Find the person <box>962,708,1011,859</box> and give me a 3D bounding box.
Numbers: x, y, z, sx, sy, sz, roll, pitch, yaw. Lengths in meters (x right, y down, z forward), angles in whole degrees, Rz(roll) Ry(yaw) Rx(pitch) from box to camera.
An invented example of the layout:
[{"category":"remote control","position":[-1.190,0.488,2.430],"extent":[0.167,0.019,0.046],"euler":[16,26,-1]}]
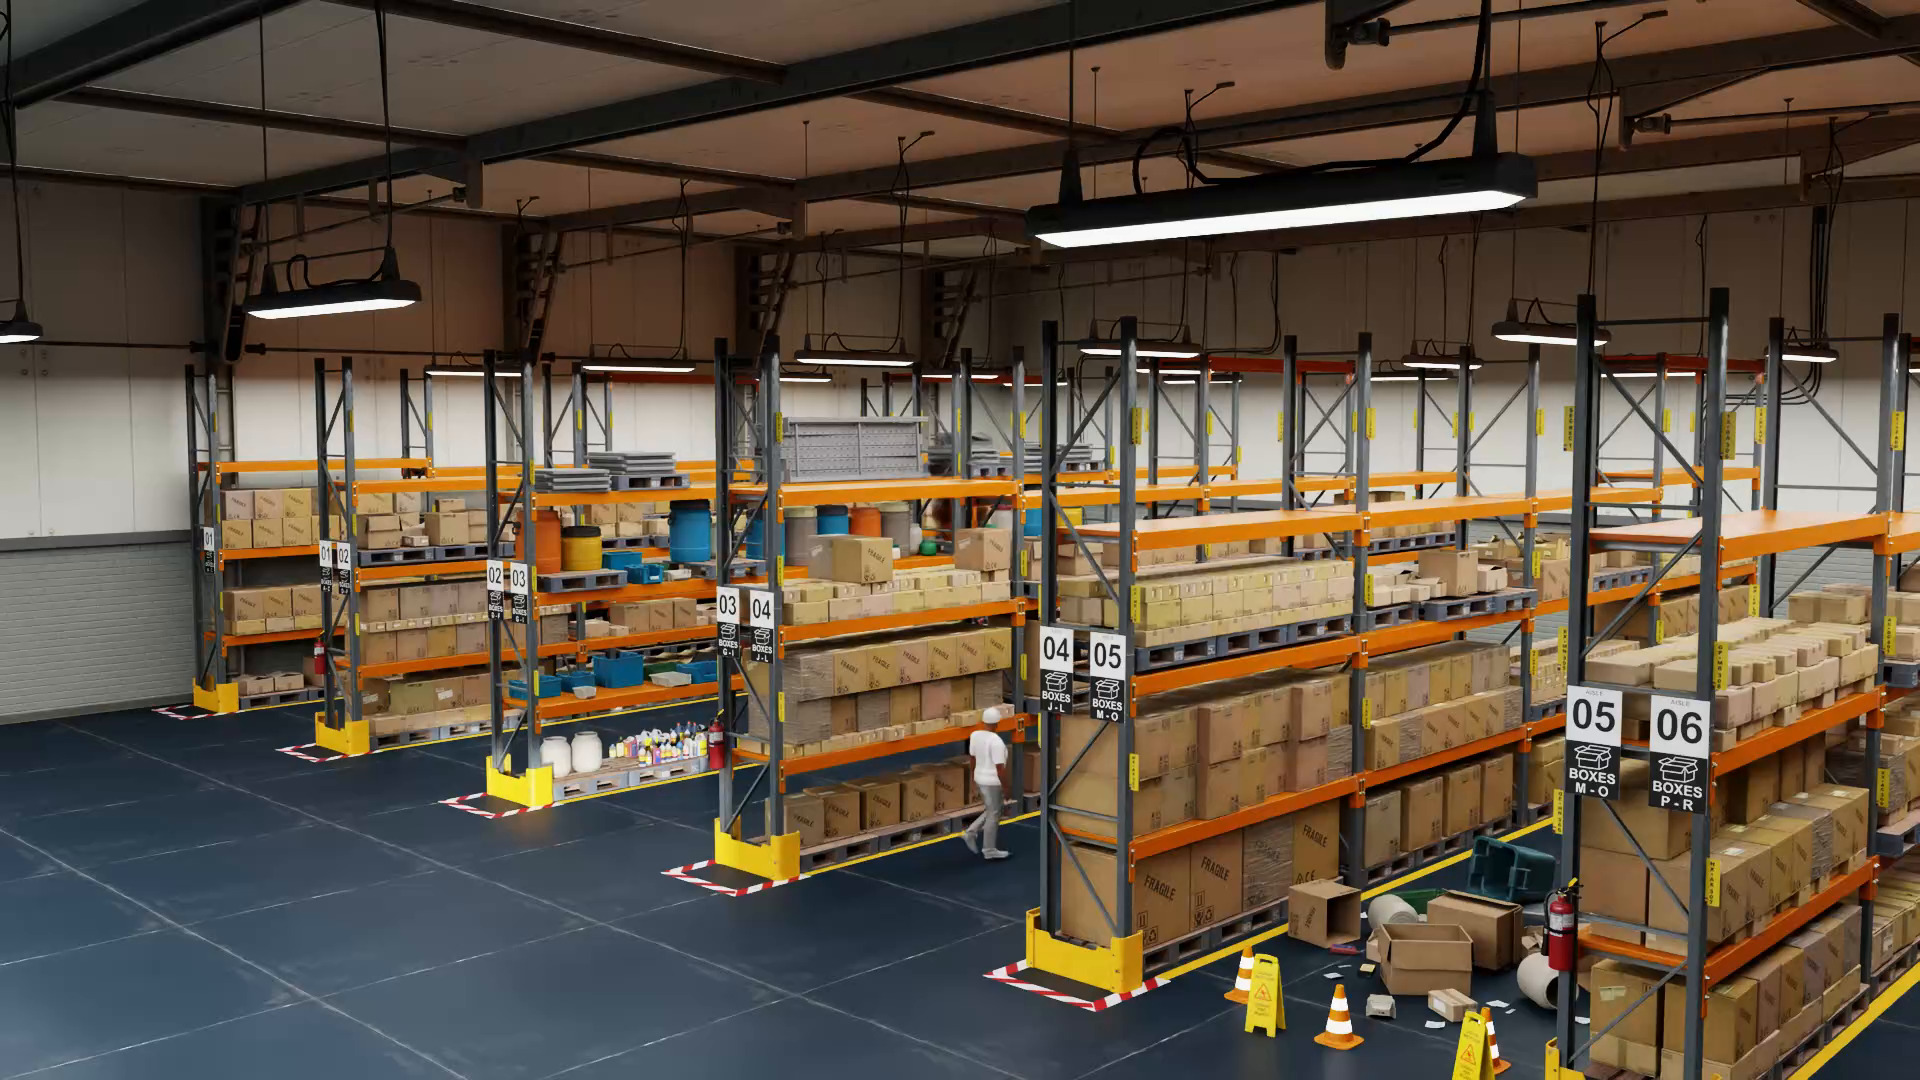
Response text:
[{"category":"person","position":[0.313,2.803,19.152],"extent":[0.544,1.759,0.542],"euler":[-1,4,-11]}]
